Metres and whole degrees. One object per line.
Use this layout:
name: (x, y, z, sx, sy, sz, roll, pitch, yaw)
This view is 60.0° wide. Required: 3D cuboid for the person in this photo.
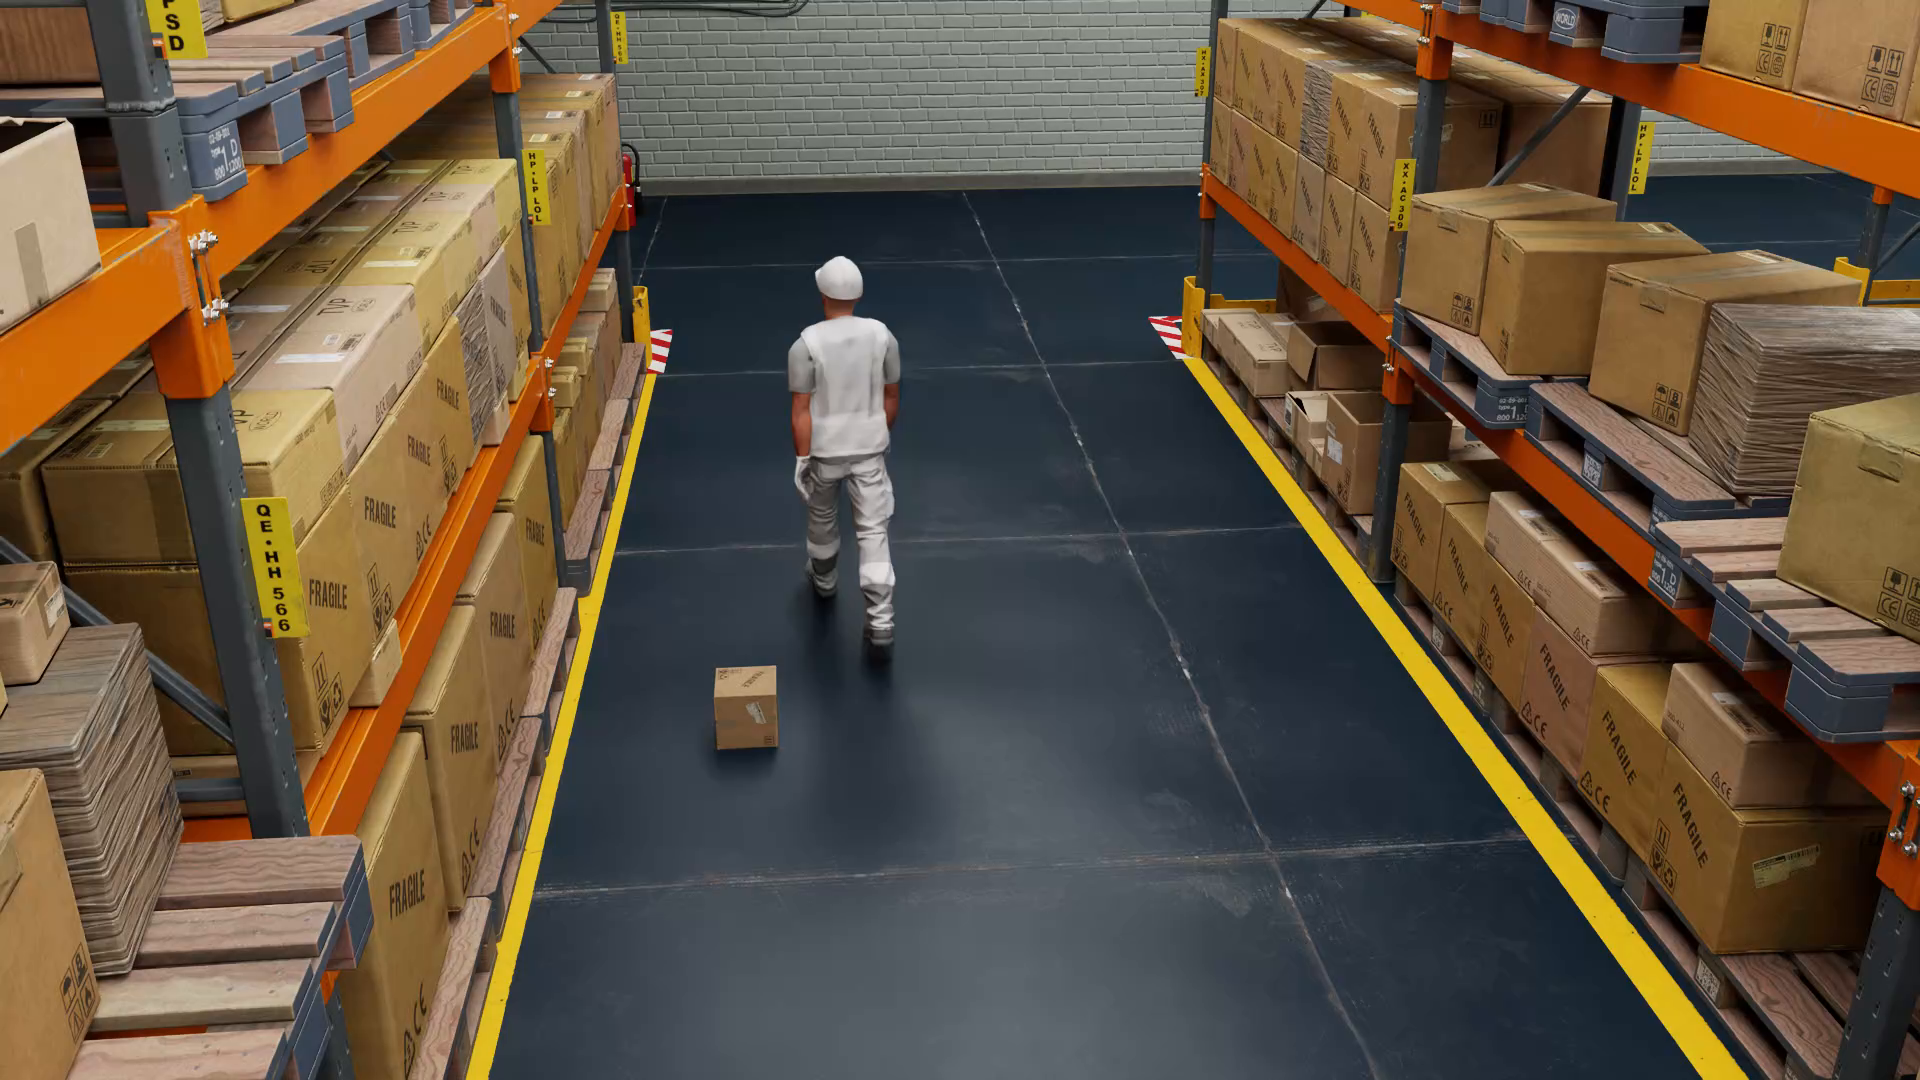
person: (-0.519, -0.422, 7.566, 0.520, 1.744, 1.090, -5, 24, -12)
